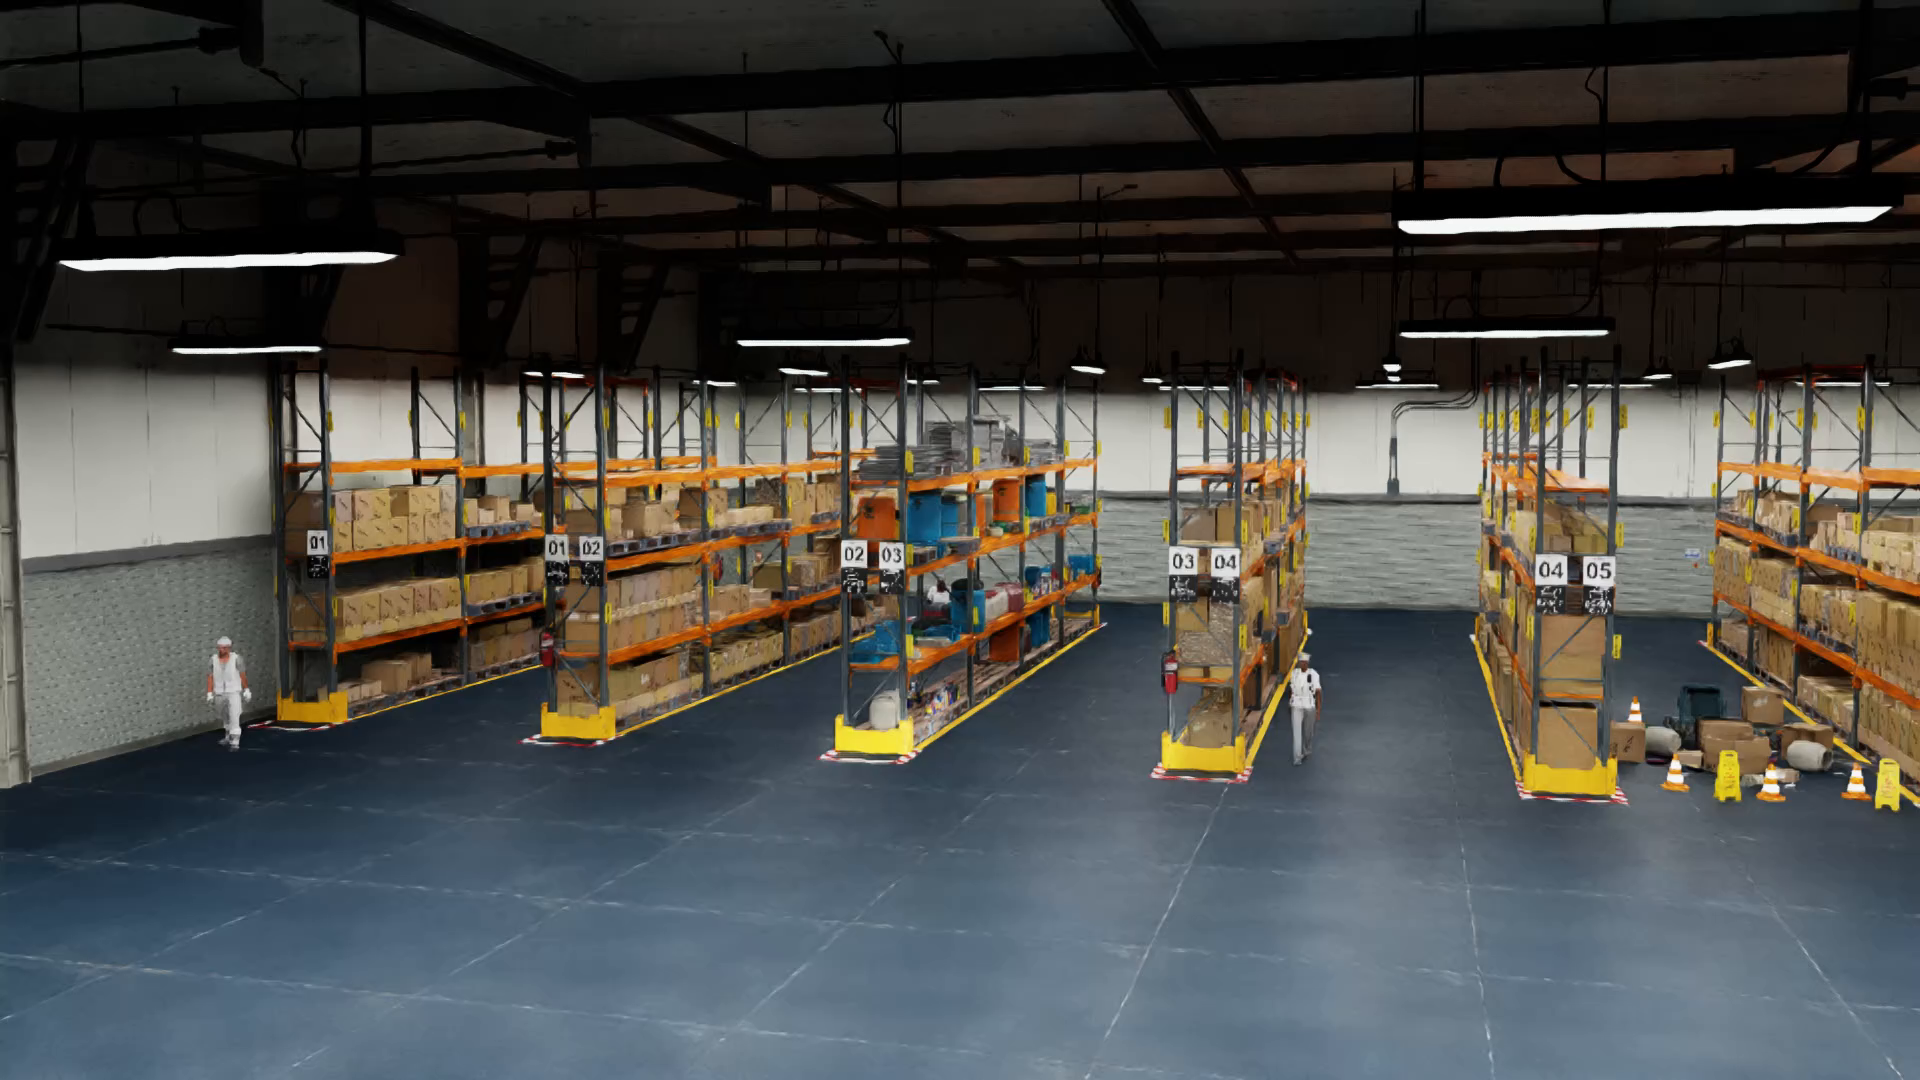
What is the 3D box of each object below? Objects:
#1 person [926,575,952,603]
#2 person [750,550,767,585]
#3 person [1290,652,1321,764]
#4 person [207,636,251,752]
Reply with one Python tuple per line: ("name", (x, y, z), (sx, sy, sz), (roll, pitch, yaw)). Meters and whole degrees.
("person", (-0.397, 1.587, 35.717), (0.719, 1.714, 0.578), (1, 4, 14))
("person", (-5.253, 1.068, 43.372), (0.446, 1.604, 1.016), (0, 4, 7))
("person", (5.057, 2.431, 24.363), (0.461, 1.626, 0.989), (1, 4, 13))
("person", (-11.136, 2.323, 25.270), (0.590, 1.746, 0.970), (-1, 4, -8))
